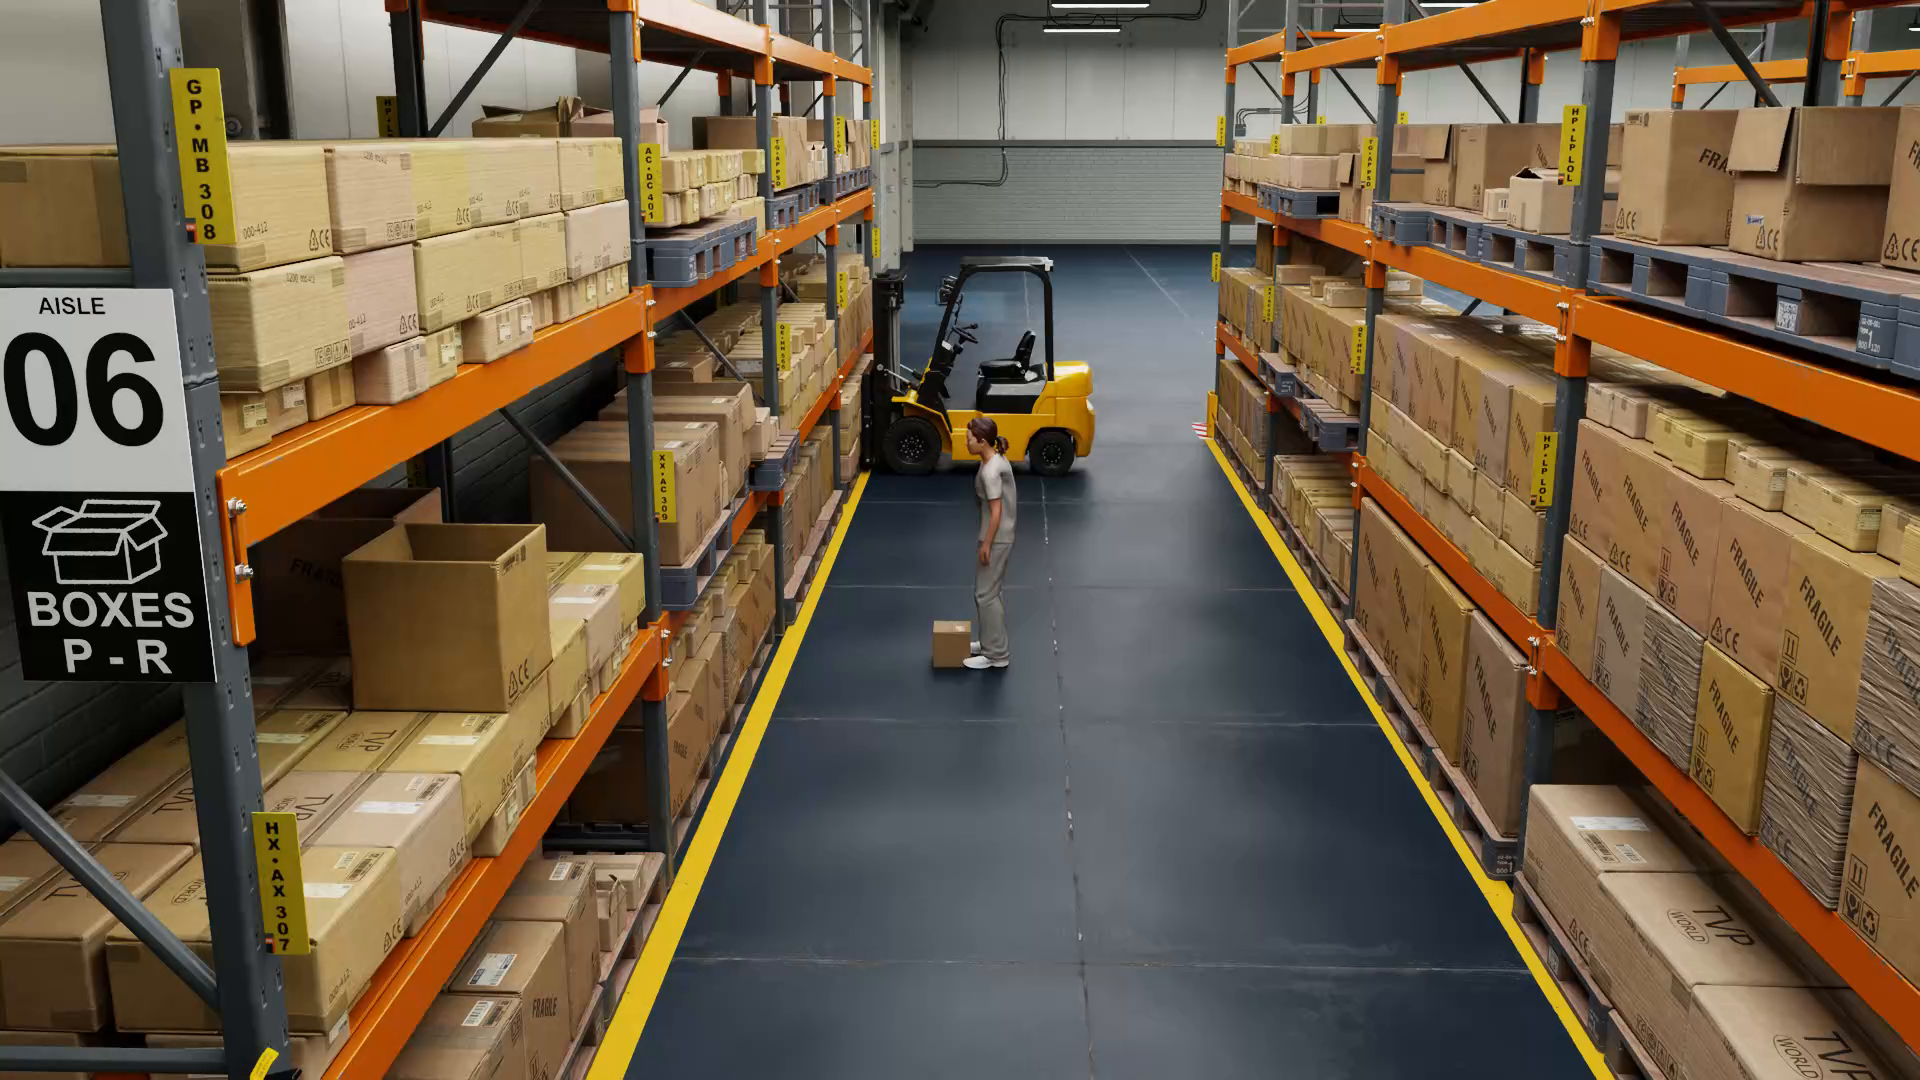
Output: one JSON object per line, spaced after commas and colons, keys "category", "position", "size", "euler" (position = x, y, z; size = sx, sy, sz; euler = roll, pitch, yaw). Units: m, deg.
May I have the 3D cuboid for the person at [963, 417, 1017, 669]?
{"category": "person", "position": [0.196, 0.009, 10.980], "size": [0.360, 1.667, 0.485], "euler": [0, 14, 2]}
